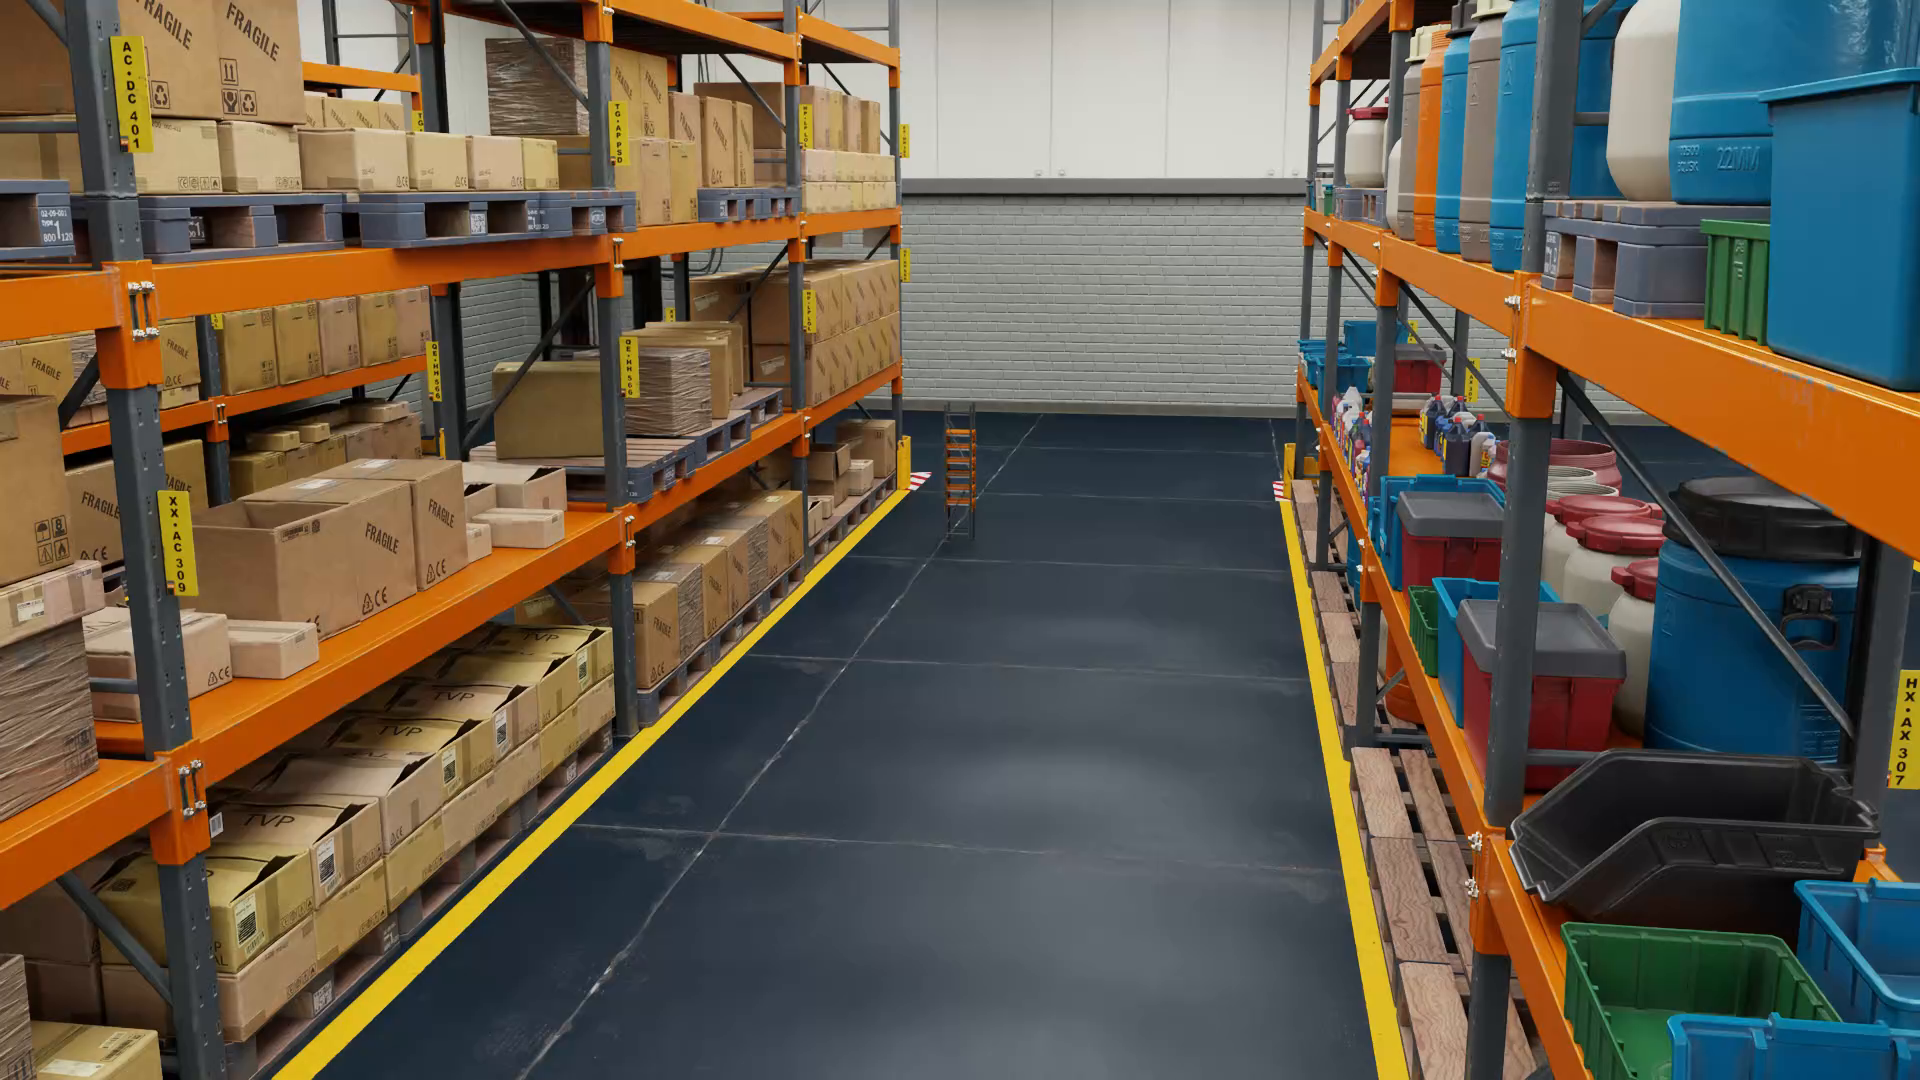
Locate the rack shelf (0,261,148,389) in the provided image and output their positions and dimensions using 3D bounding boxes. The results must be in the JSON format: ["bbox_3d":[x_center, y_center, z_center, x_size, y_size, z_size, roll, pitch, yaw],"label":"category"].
[{"bbox_3d":[-3.245,-0.243,3.089,1.077,0.370,4.000,2,12,9],"label":"rack shelf"}]

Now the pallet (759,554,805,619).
[{"bbox_3d":[-1.795,0.324,12.490,1.003,0.211,1.213,2,12,9],"label":"pallet"}]

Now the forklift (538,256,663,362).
[{"bbox_3d":[-3.256,-1.519,14.587,1.130,2.935,3.031,3,12,12],"label":"forklift"}]

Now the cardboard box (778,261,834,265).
[{"bbox_3d":[-1.493,-2.387,15.841,0.500,0.500,0.500,2,12,9],"label":"cardboard box"}]

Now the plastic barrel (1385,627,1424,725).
[{"bbox_3d":[2.630,0.537,9.035,0.600,0.830,0.708,2,12,9],"label":"plastic barrel"}]

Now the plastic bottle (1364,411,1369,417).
[{"bbox_3d":[2.809,-0.791,11.517,0.097,0.201,0.097,0,12,0],"label":"plastic bottle"}]

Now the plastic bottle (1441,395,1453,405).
[{"bbox_3d":[3.446,-0.896,11.823,0.152,0.276,0.135,2,12,9],"label":"plastic bottle"}]

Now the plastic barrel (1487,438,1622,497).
[{"bbox_3d":[2.800,-0.176,7.868,0.600,0.536,0.708,2,12,9],"label":"plastic barrel"}]

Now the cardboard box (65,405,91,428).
[{"bbox_3d":[-6.613,-0.914,12.164,0.380,0.149,0.250,2,12,7],"label":"cardboard box"}]

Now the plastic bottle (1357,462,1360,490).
[{"bbox_3d":[2.359,-0.390,9.654,0.097,0.201,0.097,0,12,0],"label":"plastic bottle"}]

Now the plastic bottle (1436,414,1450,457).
[{"bbox_3d":[3.165,-0.684,10.855,0.097,0.271,0.097,0,12,0],"label":"plastic bottle"}]

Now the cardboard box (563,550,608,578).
[{"bbox_3d":[-2.406,0.049,10.256,0.500,0.250,0.500,2,12,11],"label":"cardboard box"}]

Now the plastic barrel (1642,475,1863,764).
[{"bbox_3d":[2.315,0.301,4.787,0.600,0.901,0.708,2,12,9],"label":"plastic barrel"}]

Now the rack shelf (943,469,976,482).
[{"bbox_3d":[-0.002,-0.540,14.362,0.258,0.103,0.180,2,12,9],"label":"rack shelf"}]

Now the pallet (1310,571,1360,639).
[{"bbox_3d":[3.027,0.474,11.794,1.003,0.211,1.213,2,12,9],"label":"pallet"}]

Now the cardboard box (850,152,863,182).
[{"bbox_3d":[-1.147,-3.253,14.515,0.500,0.250,0.500,2,12,9],"label":"cardboard box"}]

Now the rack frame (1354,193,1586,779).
[{"bbox_3d":[2.572,-0.216,8.376,1.000,3.000,0.127,2,12,9],"label":"rack frame"}]

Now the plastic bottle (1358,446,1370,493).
[{"bbox_3d":[2.344,-0.404,9.552,0.097,0.271,0.097,0,12,0],"label":"plastic bottle"}]

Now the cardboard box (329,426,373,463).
[{"bbox_3d":[-6.150,-0.828,16.152,0.700,0.500,0.500,1,12,7],"label":"cardboard box"}]

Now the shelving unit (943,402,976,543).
[{"bbox_3d":[-0.002,-0.584,14.353,0.258,1.200,0.189,2,12,9],"label":"shelving unit"}]

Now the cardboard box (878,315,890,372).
[{"bbox_3d":[-0.968,-1.881,15.866,0.500,0.500,0.500,2,12,9],"label":"cardboard box"}]

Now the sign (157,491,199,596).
[{"bbox_3d":[-2.389,0.011,5.079,0.100,0.325,0.005,2,12,9],"label":"sign"}]

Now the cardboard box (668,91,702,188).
[{"bbox_3d":[-2.060,-2.599,10.842,0.600,0.600,0.600,1,12,6],"label":"cardboard box"}]

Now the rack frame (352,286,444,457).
[{"bbox_3d":[-5.987,-2.202,17.593,1.000,3.000,0.127,2,12,9],"label":"rack frame"}]

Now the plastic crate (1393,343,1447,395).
[{"bbox_3d":[3.572,-1.287,13.051,0.402,0.464,0.583,2,12,9],"label":"plastic crate"}]

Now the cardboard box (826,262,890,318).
[{"bbox_3d":[-0.965,-2.374,15.776,0.500,0.500,0.500,2,12,10],"label":"cardboard box"}]

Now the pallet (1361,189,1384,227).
[{"bbox_3d":[2.991,-2.020,10.076,1.003,0.211,1.213,2,12,9],"label":"pallet"}]

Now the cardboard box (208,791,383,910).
[{"bbox_3d":[-2.545,1.138,6.291,0.500,0.311,0.500,2,12,8],"label":"cardboard box"}]

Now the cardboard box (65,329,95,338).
[{"bbox_3d":[-6.588,-1.623,12.131,0.500,0.250,0.500,2,12,10],"label":"cardboard box"}]

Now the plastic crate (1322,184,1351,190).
[{"bbox_3d":[3.011,-2.633,12.869,0.416,0.233,0.300,2,12,9],"label":"plastic crate"}]

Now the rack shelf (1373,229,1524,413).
[{"bbox_3d":[2.264,-0.914,6.204,1.077,0.370,4.000,2,12,9],"label":"rack shelf"}]

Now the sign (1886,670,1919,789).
[{"bbox_3d":[2.498,0.501,4.390,0.100,0.325,0.005,2,12,9],"label":"sign"}]

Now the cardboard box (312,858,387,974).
[{"bbox_3d":[-2.551,1.412,6.352,0.500,0.250,0.500,2,12,10],"label":"cardboard box"}]

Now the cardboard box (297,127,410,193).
[{"bbox_3d":[-2.583,-1.539,6.754,0.500,0.250,0.500,1,12,4],"label":"cardboard box"}]

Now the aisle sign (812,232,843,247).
[{"bbox_3d":[-1.371,-3.337,16.688,0.394,0.787,0.004,2,12,9],"label":"aisle sign"}]

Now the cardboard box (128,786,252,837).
[{"bbox_3d":[-3.085,1.118,6.385,0.500,0.311,0.500,2,12,10],"label":"cardboard box"}]

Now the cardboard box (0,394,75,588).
[{"bbox_3d":[-2.999,-0.135,4.684,0.700,0.500,0.500,2,12,9],"label":"cardboard box"}]

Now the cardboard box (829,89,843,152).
[{"bbox_3d":[-1.382,-3.520,13.977,0.700,0.500,0.500,2,12,9],"label":"cardboard box"}]

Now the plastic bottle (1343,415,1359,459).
[{"bbox_3d":[2.561,-0.663,10.745,0.152,0.276,0.135,2,12,9],"label":"plastic bottle"}]

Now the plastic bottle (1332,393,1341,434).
[{"bbox_3d":[2.688,-0.901,11.833,0.061,0.283,0.133,2,12,9],"label":"plastic bottle"}]

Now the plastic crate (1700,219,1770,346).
[{"bbox_3d":[1.445,-0.427,2.735,0.336,0.188,0.450,2,12,9],"label":"plastic crate"}]

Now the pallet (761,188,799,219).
[{"bbox_3d":[-1.877,-2.451,12.072,1.213,0.211,1.003,2,12,9],"label":"pallet"}]

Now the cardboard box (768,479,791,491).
[{"bbox_3d":[-1.784,-0.395,14.542,0.500,0.311,0.500,2,12,9],"label":"cardboard box"}]

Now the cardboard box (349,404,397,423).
[{"bbox_3d":[-5.874,-1.268,16.654,0.380,0.149,0.250,2,12,10],"label":"cardboard box"}]

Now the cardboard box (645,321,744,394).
[{"bbox_3d":[-2.001,-1.373,12.509,0.700,0.500,0.500,-2,12,-10],"label":"cardboard box"}]

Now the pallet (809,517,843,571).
[{"bbox_3d":[-1.600,0.010,13.945,1.003,0.211,1.213,2,12,9],"label":"pallet"}]

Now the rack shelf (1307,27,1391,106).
[{"bbox_3d":[3.494,-3.851,13.657,1.077,0.370,4.000,2,12,9],"label":"rack shelf"}]

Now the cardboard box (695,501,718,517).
[{"bbox_3d":[-2.093,0.001,12.257,0.500,0.500,0.500,2,12,9],"label":"cardboard box"}]

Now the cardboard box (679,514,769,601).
[{"bbox_3d":[-1.662,0.116,11.725,0.500,0.500,0.500,2,12,9],"label":"cardboard box"}]

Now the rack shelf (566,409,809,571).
[{"bbox_3d":[-2.015,-0.442,11.132,1.077,0.370,4.000,2,12,9],"label":"rack shelf"}]

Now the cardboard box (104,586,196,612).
[{"bbox_3d":[-2.984,0.332,6.152,0.396,0.266,0.258,2,12,7],"label":"cardboard box"}]

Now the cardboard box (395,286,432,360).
[{"bbox_3d":[-6.056,-2.243,17.067,0.980,0.700,0.700,2,12,11],"label":"cardboard box"}]

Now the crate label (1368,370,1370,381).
[{"bbox_3d":[3.778,-1.488,14.759,0.396,0.136,0.243,2,12,9],"label":"crate label"}]

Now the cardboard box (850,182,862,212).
[{"bbox_3d":[-1.155,-3.008,14.569,0.500,0.250,0.500,2,12,9],"label":"cardboard box"}]

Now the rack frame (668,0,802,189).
[{"bbox_3d":[-1.707,-4.143,12.356,1.000,3.000,0.127,2,12,9],"label":"rack frame"}]

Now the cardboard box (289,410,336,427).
[{"bbox_3d":[-6.329,-1.176,16.226,0.380,0.149,0.250,2,12,9],"label":"cardboard box"}]
